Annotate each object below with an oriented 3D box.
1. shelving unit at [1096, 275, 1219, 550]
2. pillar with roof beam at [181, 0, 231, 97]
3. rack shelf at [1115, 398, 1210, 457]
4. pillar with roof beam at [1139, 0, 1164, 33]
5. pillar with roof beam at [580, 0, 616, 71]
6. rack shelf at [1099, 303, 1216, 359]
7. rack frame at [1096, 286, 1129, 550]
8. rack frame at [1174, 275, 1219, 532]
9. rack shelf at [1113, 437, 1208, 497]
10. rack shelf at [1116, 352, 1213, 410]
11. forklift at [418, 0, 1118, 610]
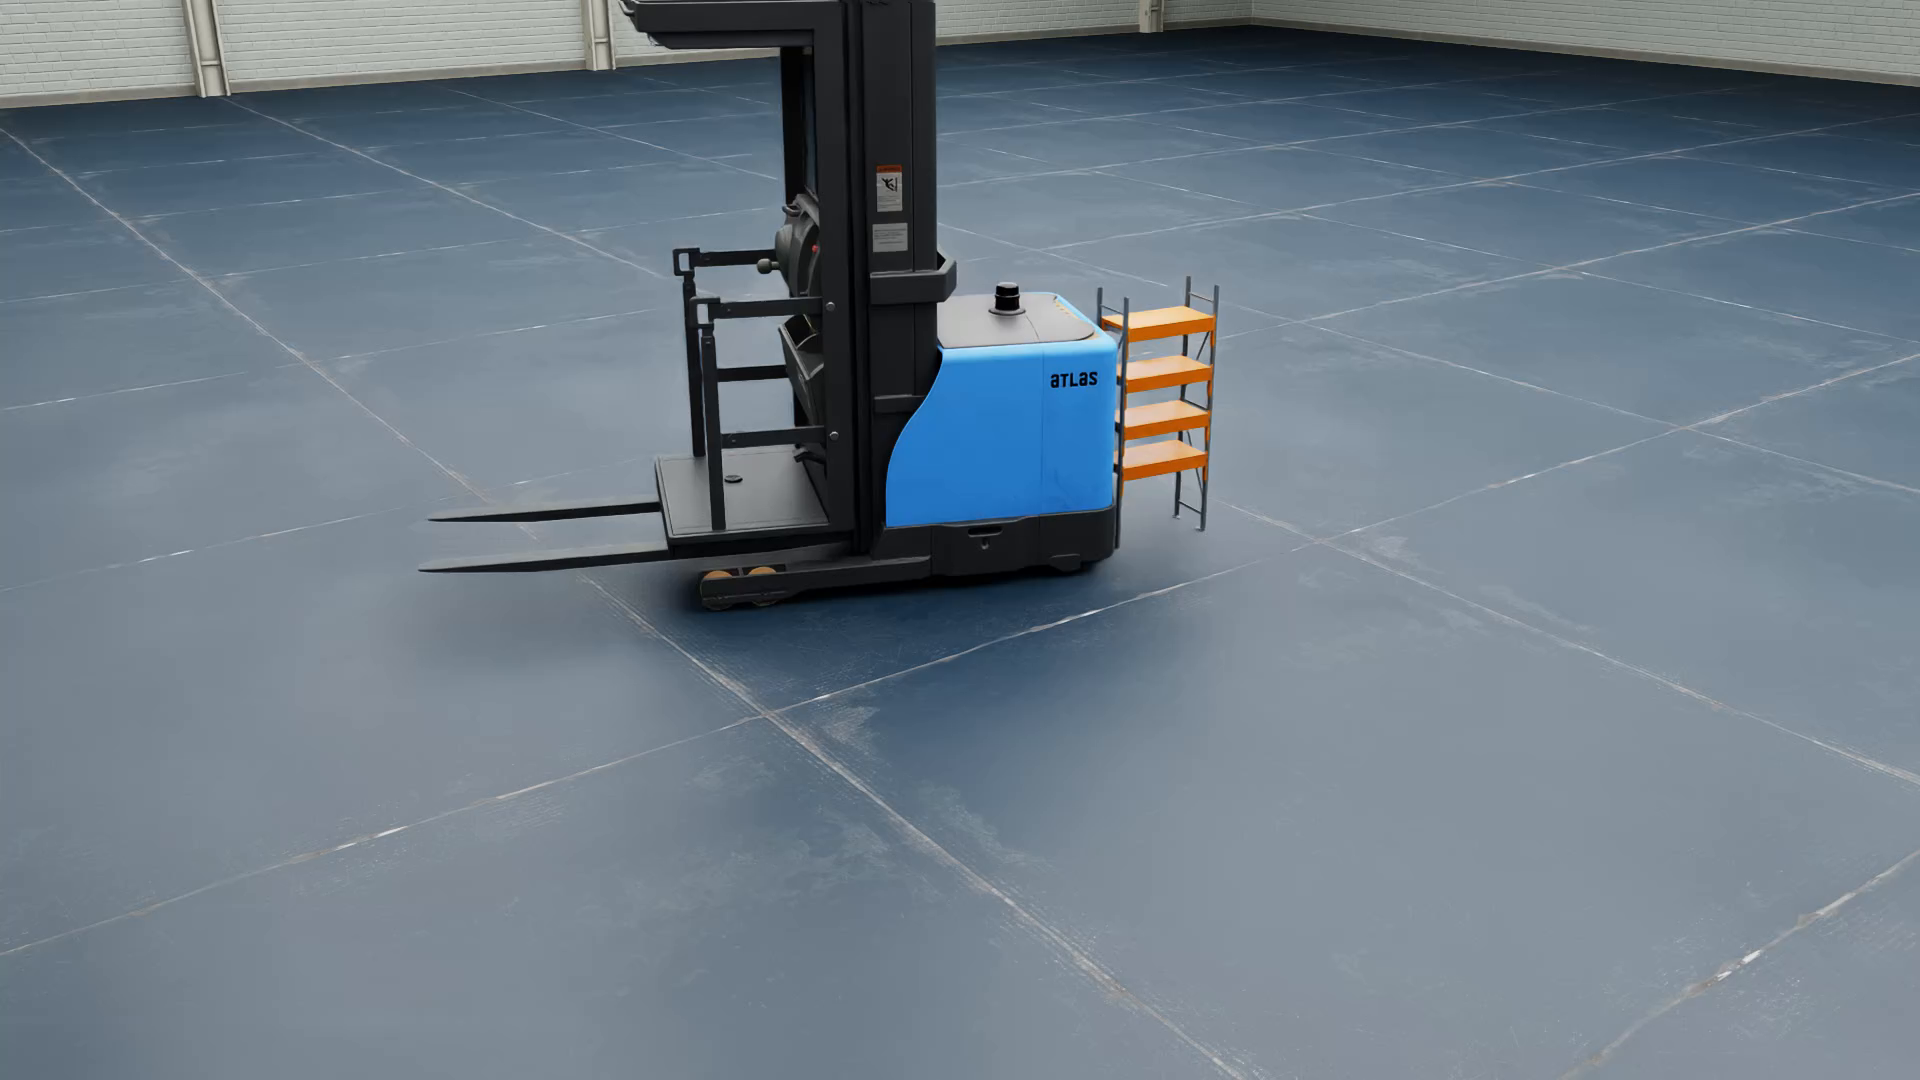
[{"bbox_3d":[0.901,-0.595,7.769,0.503,1.200,0.258,-11,24,-26],"label":"shelving unit"},{"bbox_3d":[-8.231,-9.289,19.033,0.400,9.000,9.100,-15,26,-33],"label":"pillar with roof beam"},{"bbox_3d":[0.901,-0.533,7.794,0.480,0.148,0.258,-11,24,-26],"label":"rack shelf"},{"bbox_3d":[6.381,-13.185,28.797,0.400,9.000,9.100,-15,26,-33],"label":"pillar with roof beam"},{"bbox_3d":[-3.360,-10.588,22.288,0.400,9.000,9.100,-15,26,-33],"label":"pillar with roof beam"},{"bbox_3d":[0.901,-0.960,7.623,0.480,0.148,0.258,-11,24,-26],"label":"rack shelf"},{"bbox_3d":[0.685,-0.553,7.662,0.015,1.200,0.240,-11,24,-26],"label":"rack frame"},{"bbox_3d":[1.117,-0.637,7.875,0.015,1.200,0.240,-11,24,-26],"label":"rack frame"},{"bbox_3d":[0.901,-0.348,7.867,0.480,0.148,0.258,-11,24,-26],"label":"rack shelf"},{"bbox_3d":[0.901,-0.740,7.711,0.480,0.148,0.258,-11,24,-26],"label":"rack shelf"},{"bbox_3d":[-0.875,-1.274,7.136,3.031,2.935,1.130,-5,22,-12],"label":"forklift"}]
